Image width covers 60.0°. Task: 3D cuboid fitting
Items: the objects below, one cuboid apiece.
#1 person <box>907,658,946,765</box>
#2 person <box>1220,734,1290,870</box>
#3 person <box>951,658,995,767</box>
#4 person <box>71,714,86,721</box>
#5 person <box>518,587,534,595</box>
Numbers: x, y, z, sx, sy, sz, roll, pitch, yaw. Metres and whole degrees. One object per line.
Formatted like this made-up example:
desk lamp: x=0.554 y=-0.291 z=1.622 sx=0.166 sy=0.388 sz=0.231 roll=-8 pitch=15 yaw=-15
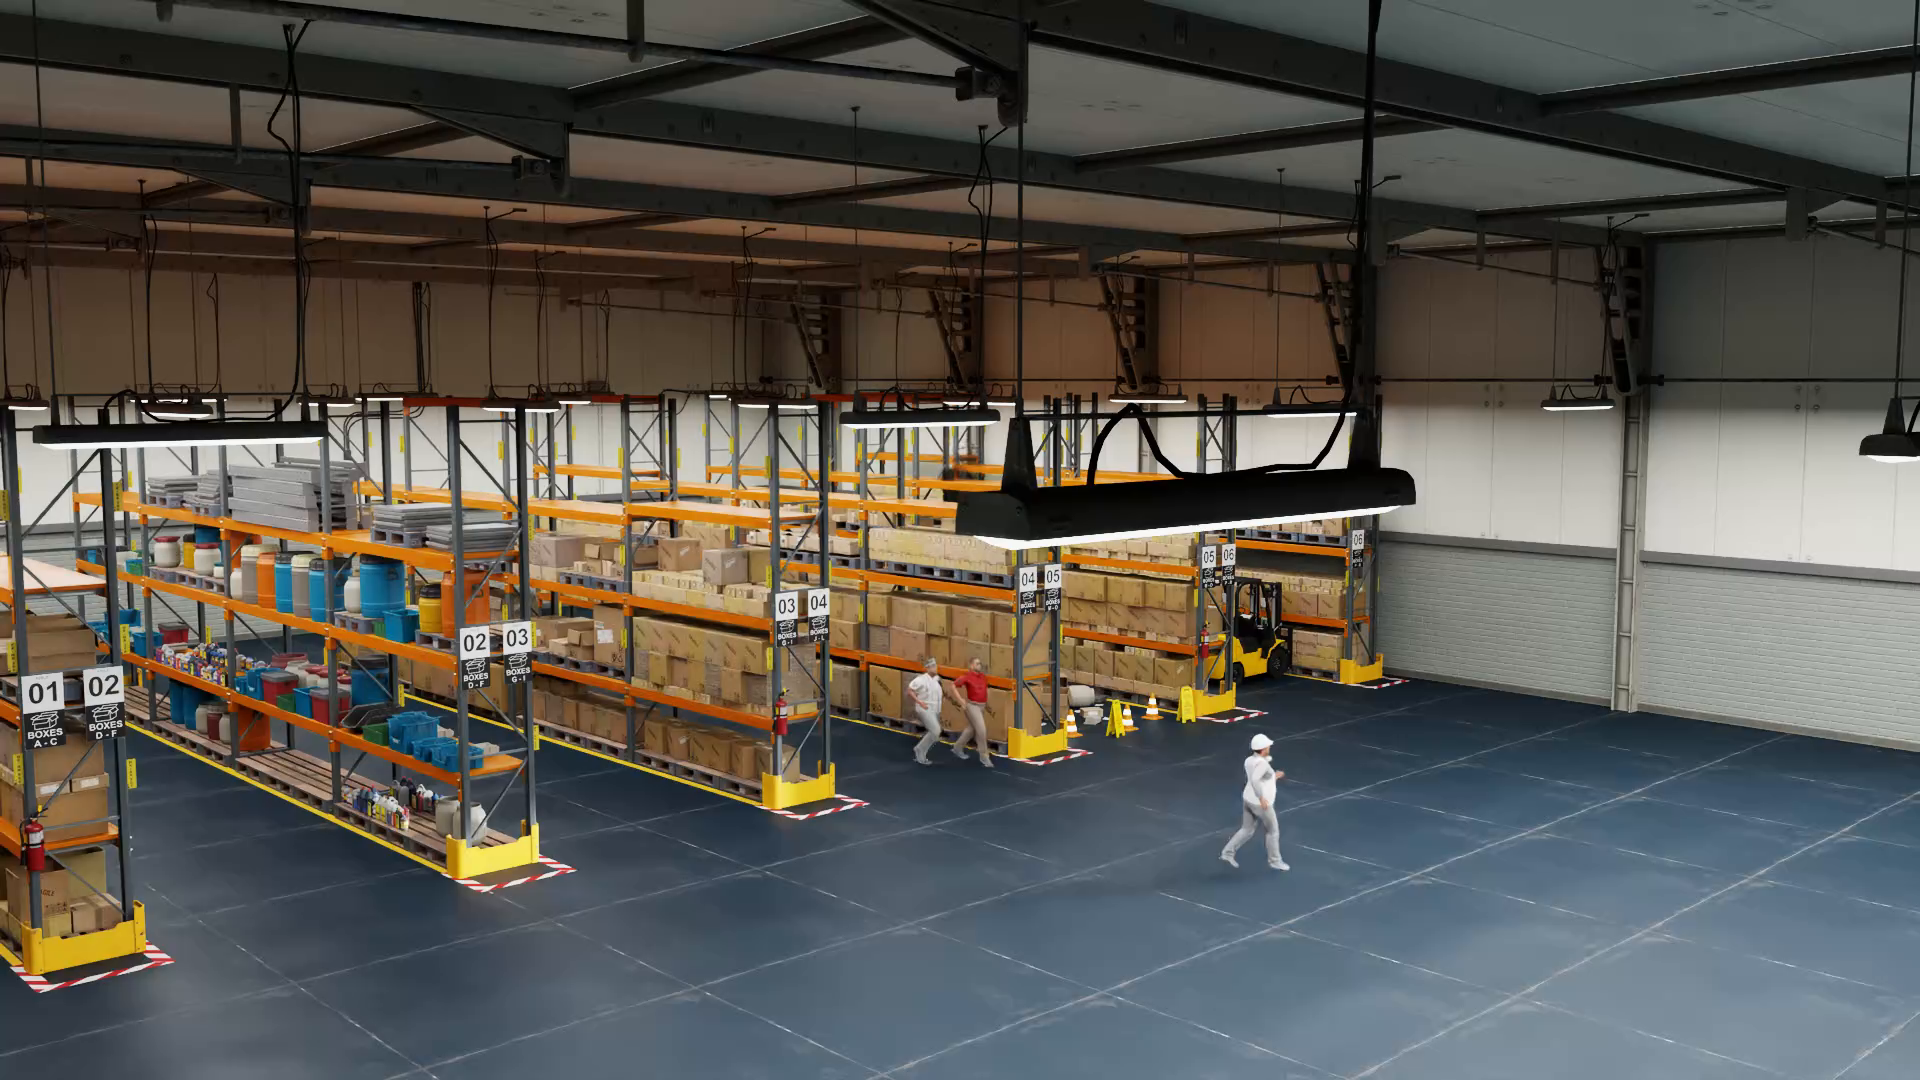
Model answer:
person: x=-0.474 y=2.819 z=27.457 sx=0.565 sy=1.764 sz=0.672 roll=3 pitch=7 yaw=32
person: x=3.795 y=3.365 z=21.256 sx=0.953 sy=1.779 sz=0.645 roll=-2 pitch=6 yaw=-20
person: x=0.247 y=2.840 z=27.431 sx=0.841 sy=1.799 sz=0.716 roll=3 pitch=6 yaw=25
person: x=-14.318 y=2.888 z=26.744 sx=0.924 sy=1.698 sz=0.579 roll=4 pitch=7 yaw=34
person: x=-10.500 y=1.671 z=40.163 sx=0.644 sy=1.638 sz=0.805 roll=4 pitch=7 yaw=35
